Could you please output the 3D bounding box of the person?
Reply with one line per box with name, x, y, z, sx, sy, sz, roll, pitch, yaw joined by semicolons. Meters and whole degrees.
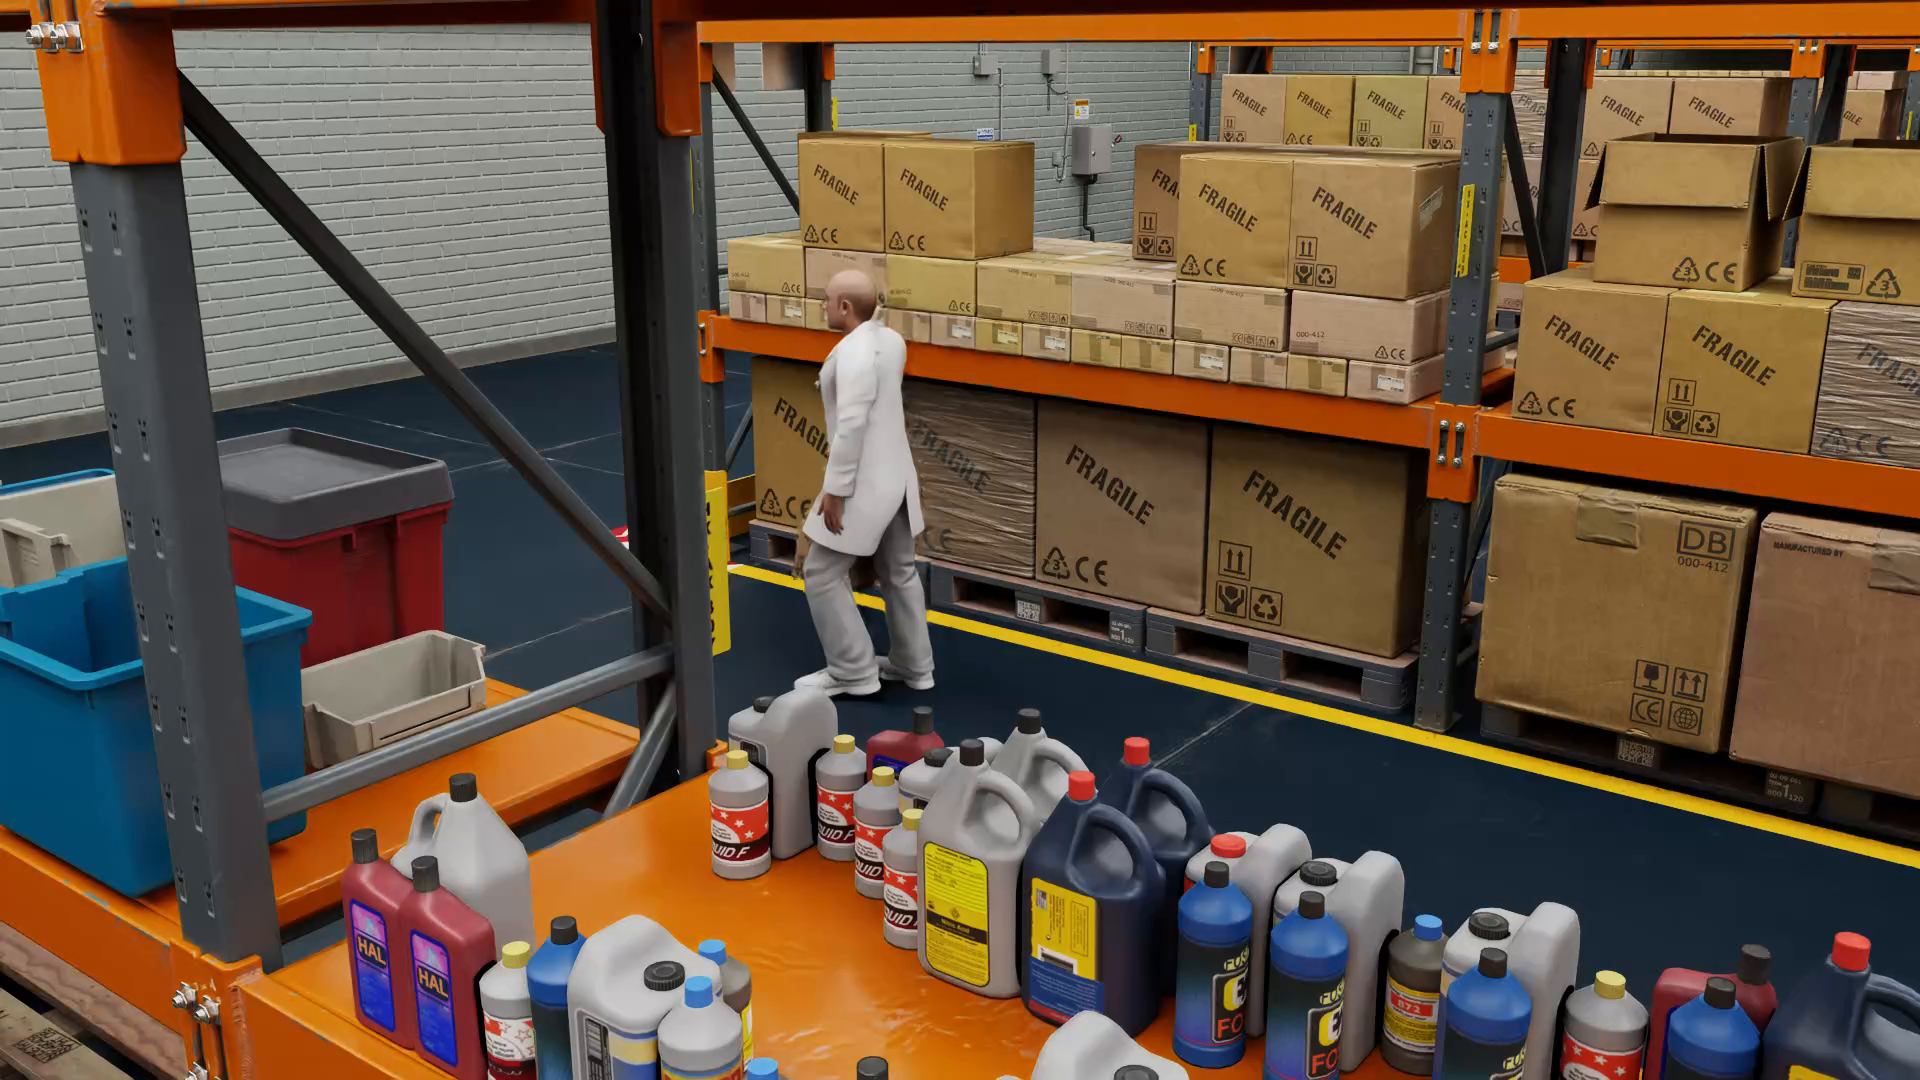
person;-0.398;-0.218;6.814;0.542;1.770;0.676;6;17;21
